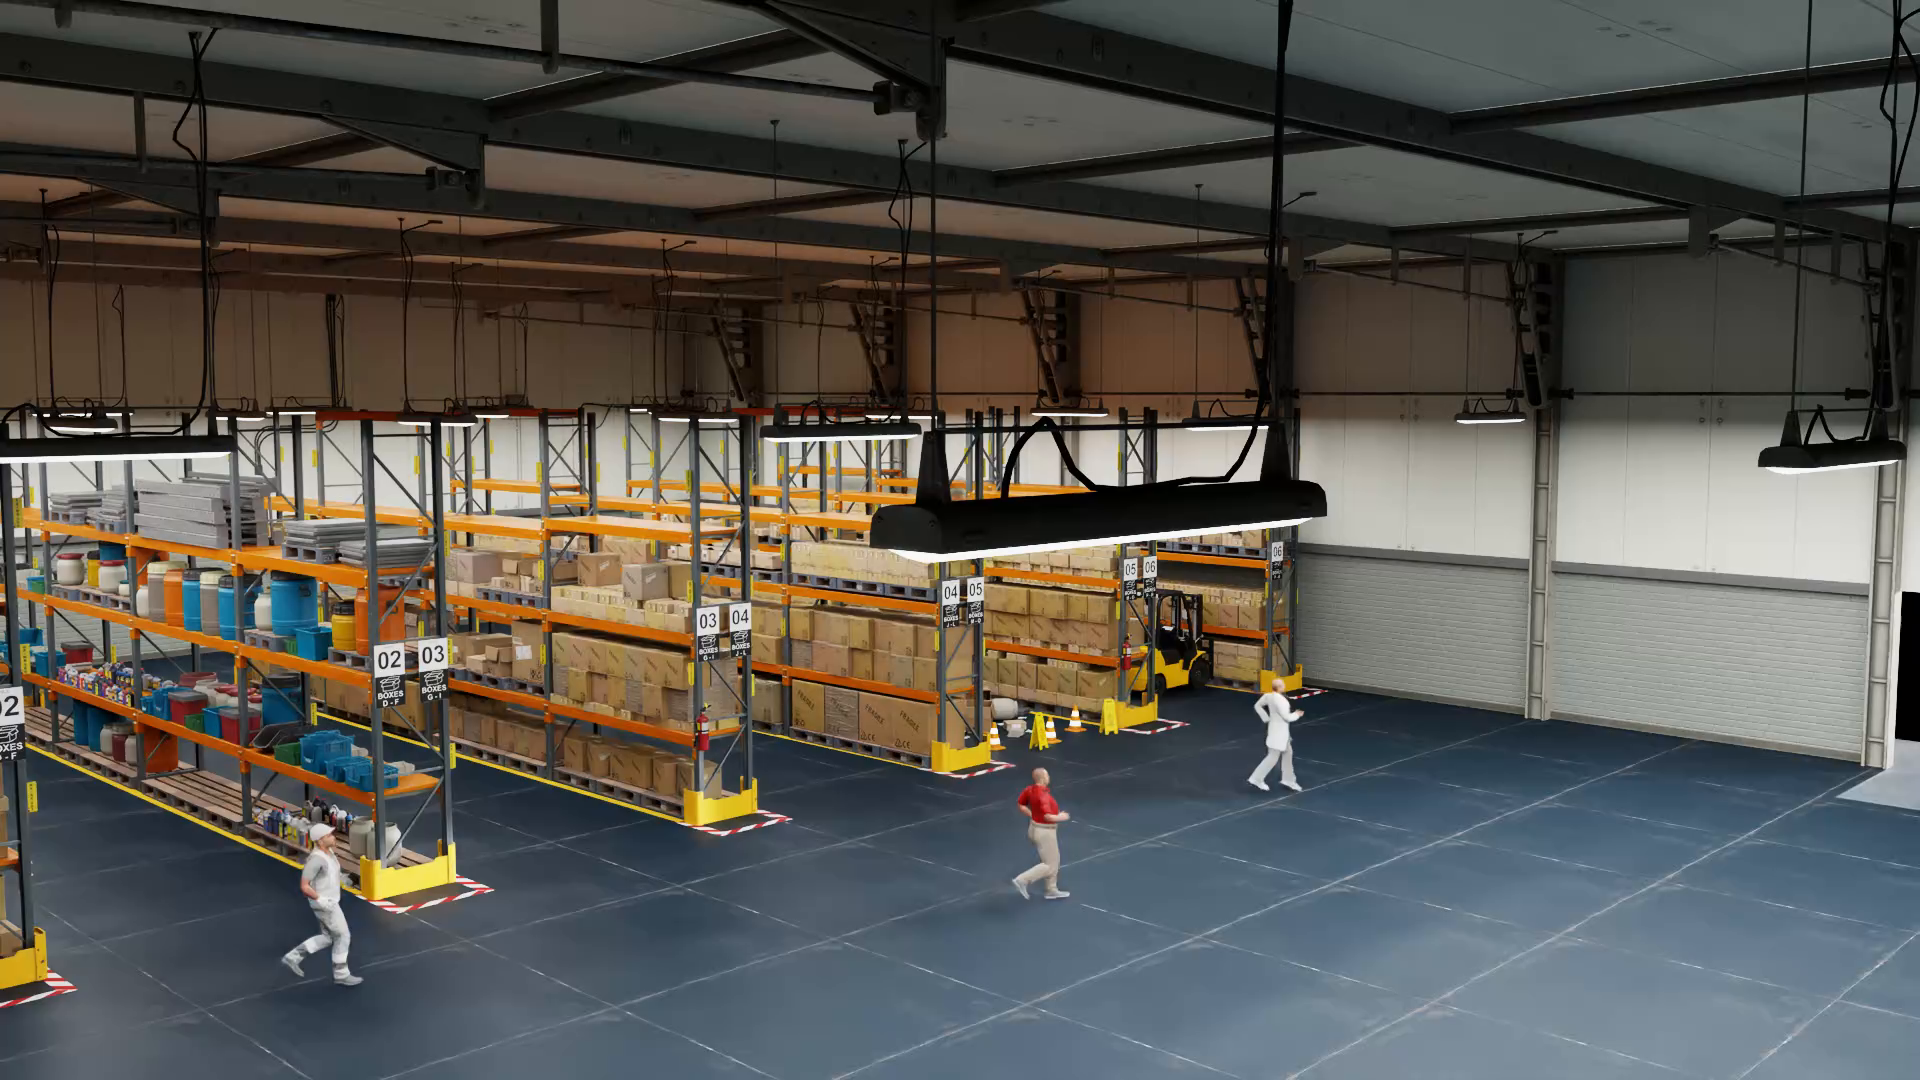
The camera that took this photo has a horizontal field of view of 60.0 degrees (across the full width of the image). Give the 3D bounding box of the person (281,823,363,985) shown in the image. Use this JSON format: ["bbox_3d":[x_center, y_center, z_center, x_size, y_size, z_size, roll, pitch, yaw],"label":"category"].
[{"bbox_3d":[-6.812,3.886,17.711,0.816,1.779,0.646,-1,5,-15],"label":"person"}]

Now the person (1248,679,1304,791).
[{"bbox_3d":[5.009,3.099,26.309,0.930,1.832,0.677,0,5,-5],"label":"person"}]

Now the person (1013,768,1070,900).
[{"bbox_3d":[1.002,3.658,20.632,0.834,1.689,0.639,-2,5,-22],"label":"person"}]
